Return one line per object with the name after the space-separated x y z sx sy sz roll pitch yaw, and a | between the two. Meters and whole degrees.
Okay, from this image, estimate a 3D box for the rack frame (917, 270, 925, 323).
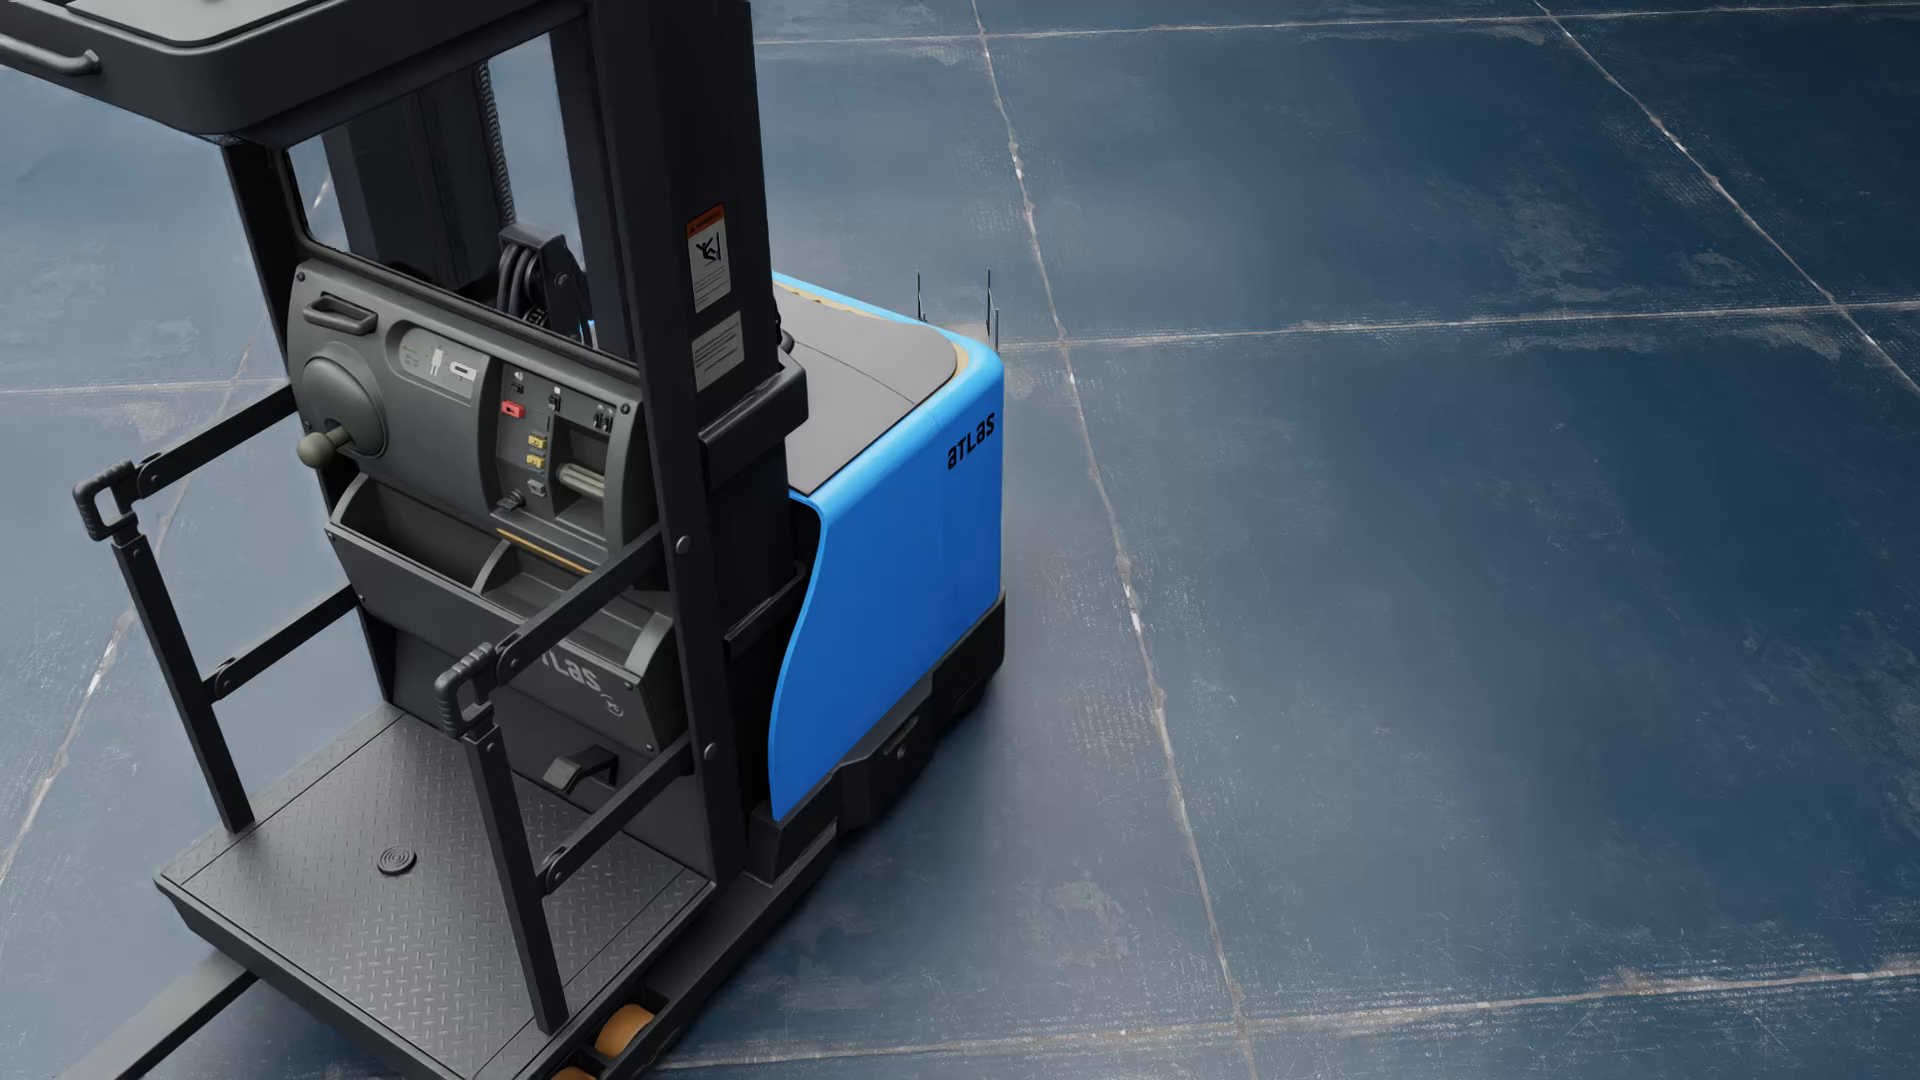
-0.109 -0.347 4.964 0.006 0.900 0.240 -3 38 -4 | rack frame

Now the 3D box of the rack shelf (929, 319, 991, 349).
-0.008 -0.539 4.824 0.200 0.077 0.258 -3 38 -4 | rack shelf

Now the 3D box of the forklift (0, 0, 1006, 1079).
-1.103 -0.181 3.114 1.130 2.935 3.031 22 43 25 | forklift

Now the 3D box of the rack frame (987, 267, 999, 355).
0.093 -0.358 4.978 0.006 0.900 0.240 -3 38 -4 | rack frame

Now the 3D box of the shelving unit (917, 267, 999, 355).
-0.008 -0.353 4.971 0.210 0.900 0.258 -3 38 -4 | shelving unit
